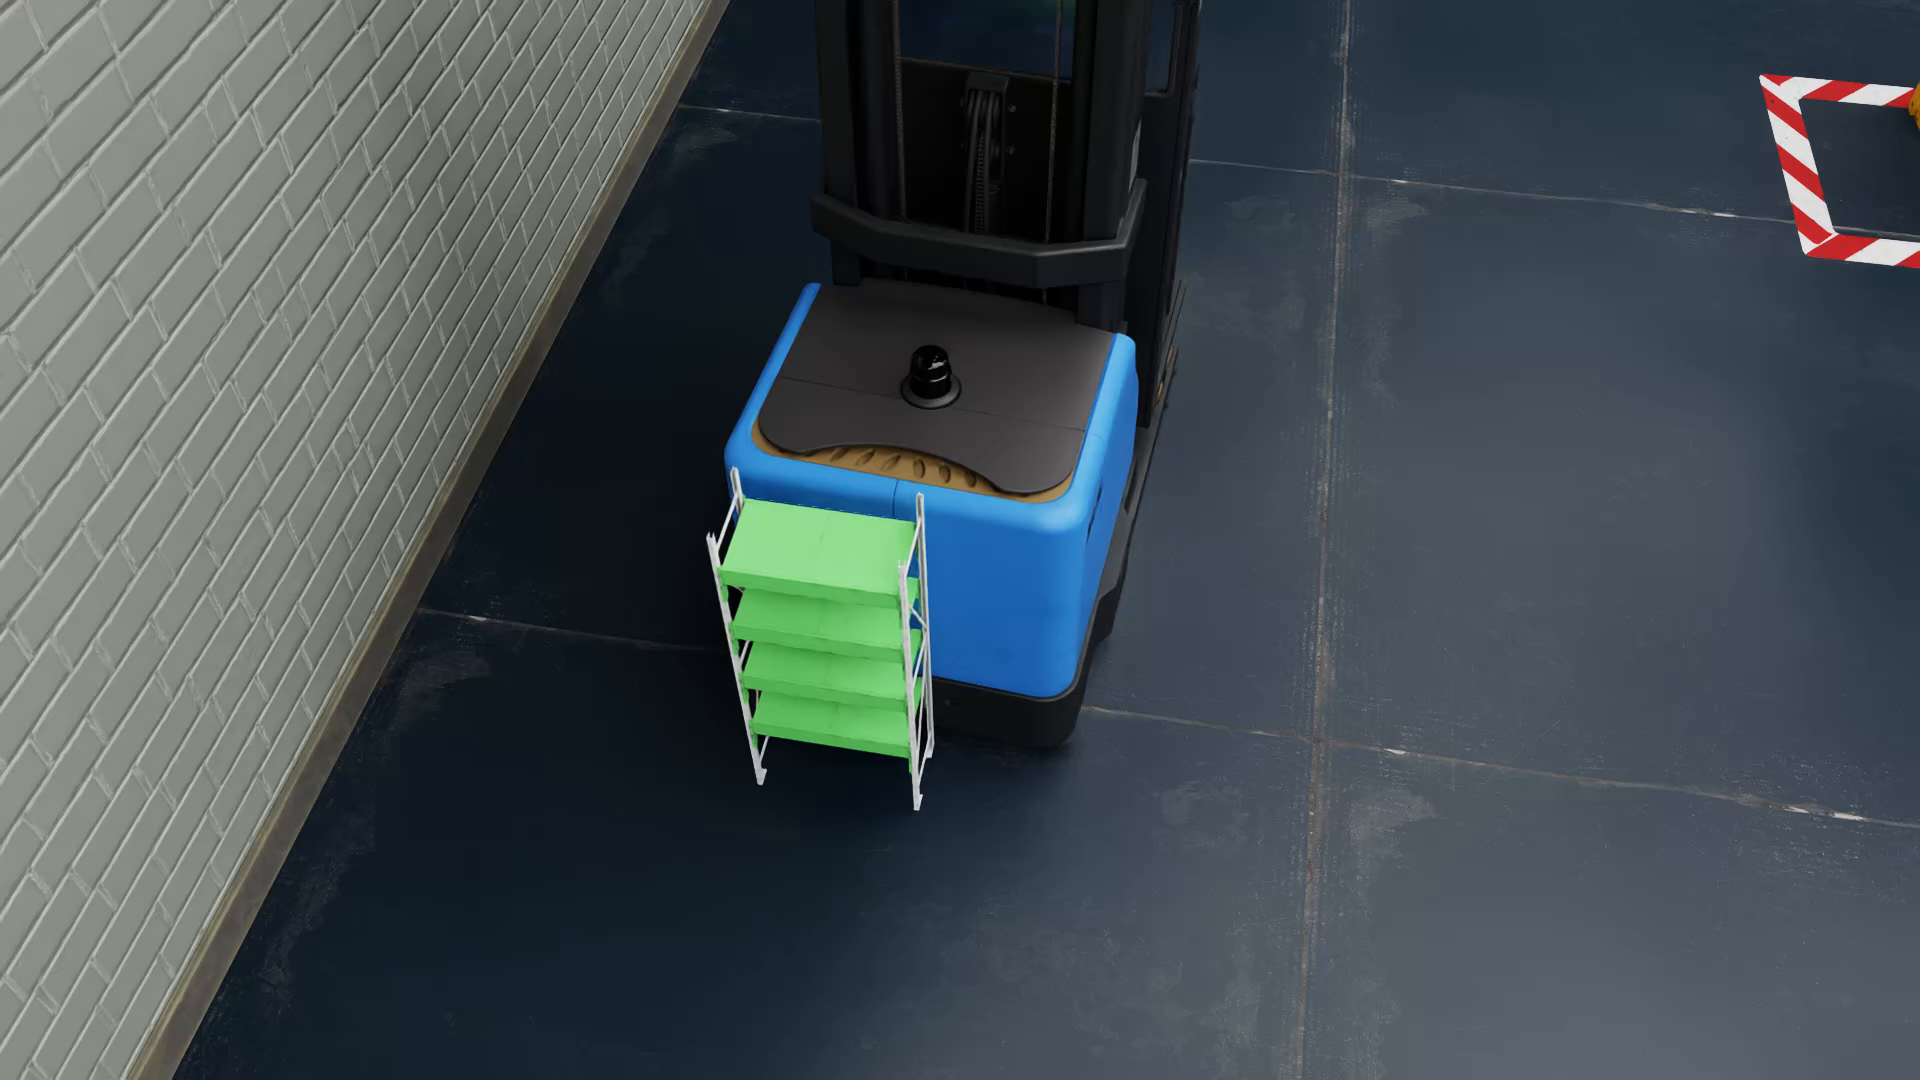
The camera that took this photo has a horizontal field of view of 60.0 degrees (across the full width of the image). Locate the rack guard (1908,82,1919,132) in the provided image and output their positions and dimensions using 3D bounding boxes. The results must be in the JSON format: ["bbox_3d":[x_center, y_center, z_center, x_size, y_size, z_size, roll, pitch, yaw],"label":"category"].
[{"bbox_3d":[4.354,-1.714,6.954,0.348,0.500,1.175,8,49,7],"label":"rack guard"}]

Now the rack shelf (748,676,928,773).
[{"bbox_3d":[-0.352,0.504,4.888,0.480,0.148,0.258,8,52,7],"label":"rack shelf"}]

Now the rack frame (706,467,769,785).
[{"bbox_3d":[-0.595,0.280,4.682,0.015,1.200,0.240,8,52,7],"label":"rack frame"}]

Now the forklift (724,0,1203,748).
[{"bbox_3d":[0.196,-1.466,5.097,1.130,2.935,3.031,11,49,10],"label":"forklift"}]

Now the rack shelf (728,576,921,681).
[{"bbox_3d":[-0.358,0.205,4.513,0.480,0.148,0.258,8,52,7],"label":"rack shelf"}]

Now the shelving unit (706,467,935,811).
[{"bbox_3d":[-0.356,0.314,4.651,0.503,1.200,0.258,8,52,7],"label":"shelving unit"}]

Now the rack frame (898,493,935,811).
[{"bbox_3d":[-0.116,0.349,4.620,0.015,1.200,0.240,8,52,7],"label":"rack frame"}]

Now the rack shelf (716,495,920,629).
[{"bbox_3d":[-0.361,0.055,4.326,0.480,0.148,0.258,8,52,7],"label":"rack shelf"}]

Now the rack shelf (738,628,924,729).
[{"bbox_3d":[-0.355,0.354,4.701,0.480,0.148,0.258,8,52,7],"label":"rack shelf"}]
